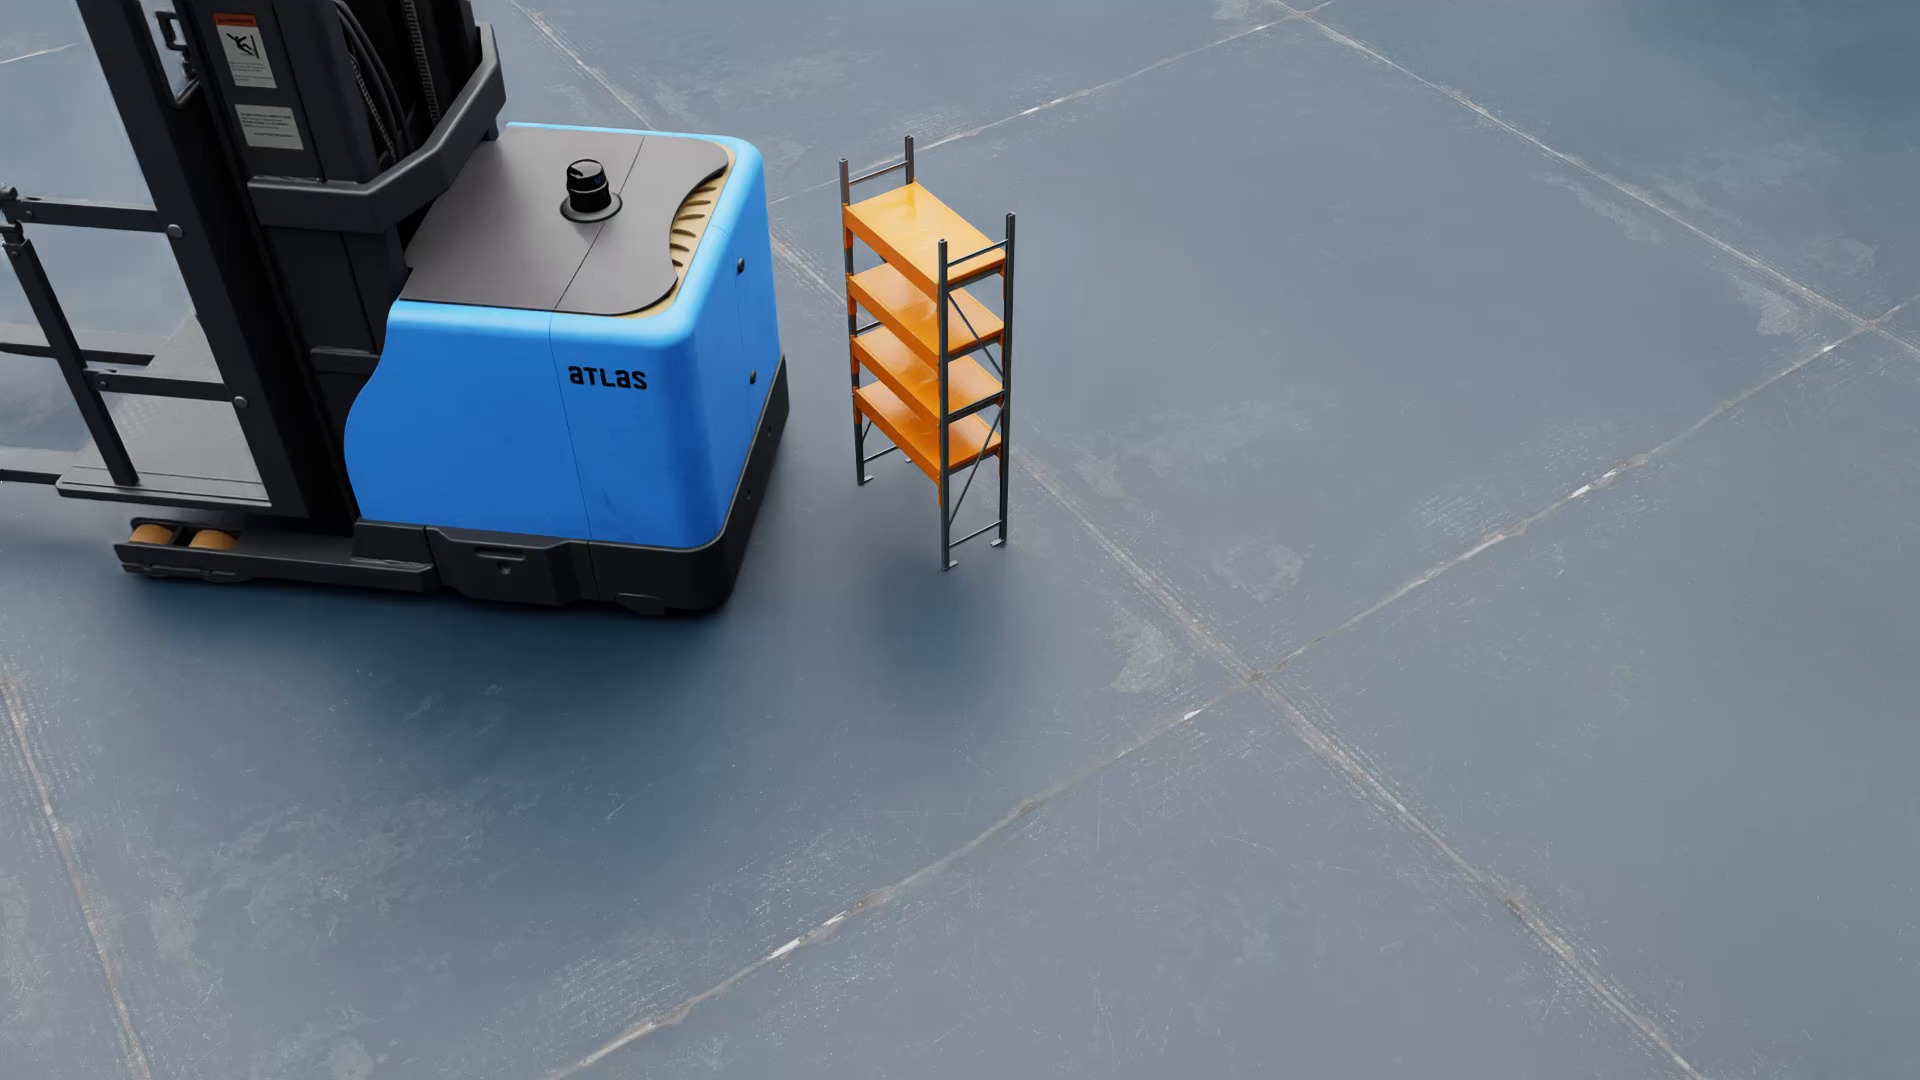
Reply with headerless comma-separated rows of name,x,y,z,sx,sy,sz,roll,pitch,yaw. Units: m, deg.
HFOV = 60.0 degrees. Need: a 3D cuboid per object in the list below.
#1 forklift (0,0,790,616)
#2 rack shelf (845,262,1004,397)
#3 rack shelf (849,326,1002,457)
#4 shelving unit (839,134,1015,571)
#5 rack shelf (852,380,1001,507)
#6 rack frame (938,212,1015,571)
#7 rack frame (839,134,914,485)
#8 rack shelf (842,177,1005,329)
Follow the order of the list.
forklift,-2.131,-1.285,4.474,3.031,2.935,1.130,5,44,5
rack shelf,-0.095,-0.641,4.826,0.258,0.148,0.480,-26,49,-24
rack shelf,-0.095,-0.479,4.980,0.258,0.148,0.480,-26,49,-24
shelving unit,-0.095,-0.528,4.934,0.258,1.200,0.503,-26,49,-24
rack shelf,-0.095,-0.335,5.117,0.258,0.148,0.480,-26,49,-24
rack frame,0.045,-0.390,4.789,0.240,1.200,0.015,-26,49,-24
rack frame,-0.234,-0.666,5.079,0.240,1.200,0.015,-26,49,-24
rack shelf,-0.095,-0.812,4.663,0.258,0.148,0.480,-26,49,-24
